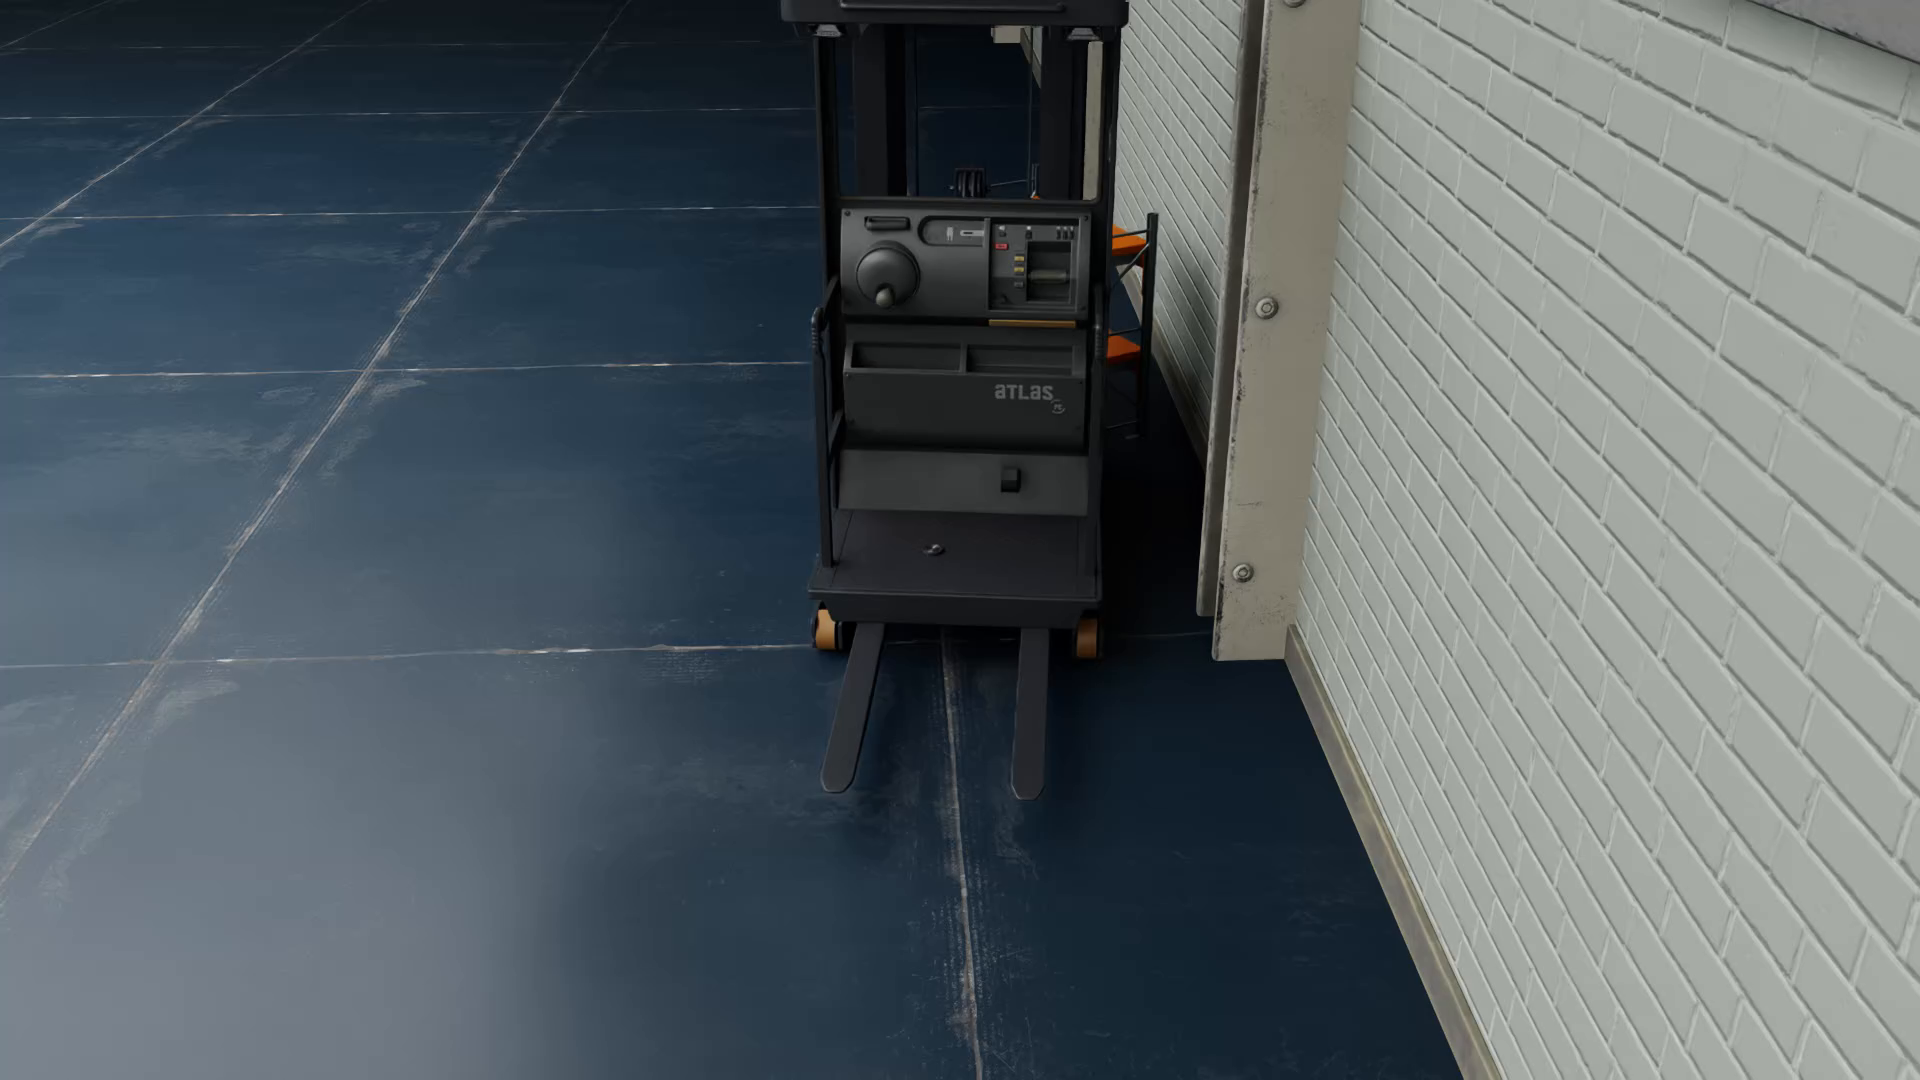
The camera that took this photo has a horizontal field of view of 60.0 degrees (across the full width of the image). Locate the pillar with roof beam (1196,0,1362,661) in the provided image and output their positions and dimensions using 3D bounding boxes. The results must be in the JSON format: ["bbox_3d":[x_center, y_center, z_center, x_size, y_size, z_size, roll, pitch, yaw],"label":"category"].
[{"bbox_3d":[-3.183,-3.520,4.267,9.100,9.000,0.400,-1,28,-3],"label":"pillar with roof beam"}]

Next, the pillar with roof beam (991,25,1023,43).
[{"bbox_3d":[-3.810,-9.061,14.893,9.100,9.000,0.400,-1,28,-3],"label":"pillar with roof beam"}]

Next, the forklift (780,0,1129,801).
[{"bbox_3d":[0.008,-0.997,5.993,1.130,2.935,3.031,2,28,3],"label":"forklift"}]

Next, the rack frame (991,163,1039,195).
[{"bbox_3d":[0.201,-1.377,8.675,0.500,1.125,0.032,-14,31,-26],"label":"rack frame"}]

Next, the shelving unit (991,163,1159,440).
[{"bbox_3d":[0.449,-1.172,8.281,0.538,1.125,1.048,-14,31,-26],"label":"shelving unit"}]

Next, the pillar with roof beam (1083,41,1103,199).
[{"bbox_3d":[-3.497,-6.291,9.580,9.100,9.000,0.400,-1,28,-3],"label":"pillar with roof beam"}]

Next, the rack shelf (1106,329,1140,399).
[{"bbox_3d":[0.449,-0.955,8.394,0.538,0.278,1.000,-14,31,-26],"label":"rack shelf"}]

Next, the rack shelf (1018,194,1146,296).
[{"bbox_3d":[0.449,-1.432,8.146,0.538,0.278,1.000,-14,31,-26],"label":"rack shelf"}]

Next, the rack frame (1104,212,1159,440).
[{"bbox_3d":[0.697,-0.967,7.888,0.500,1.125,0.032,-14,31,-26],"label":"rack frame"}]
